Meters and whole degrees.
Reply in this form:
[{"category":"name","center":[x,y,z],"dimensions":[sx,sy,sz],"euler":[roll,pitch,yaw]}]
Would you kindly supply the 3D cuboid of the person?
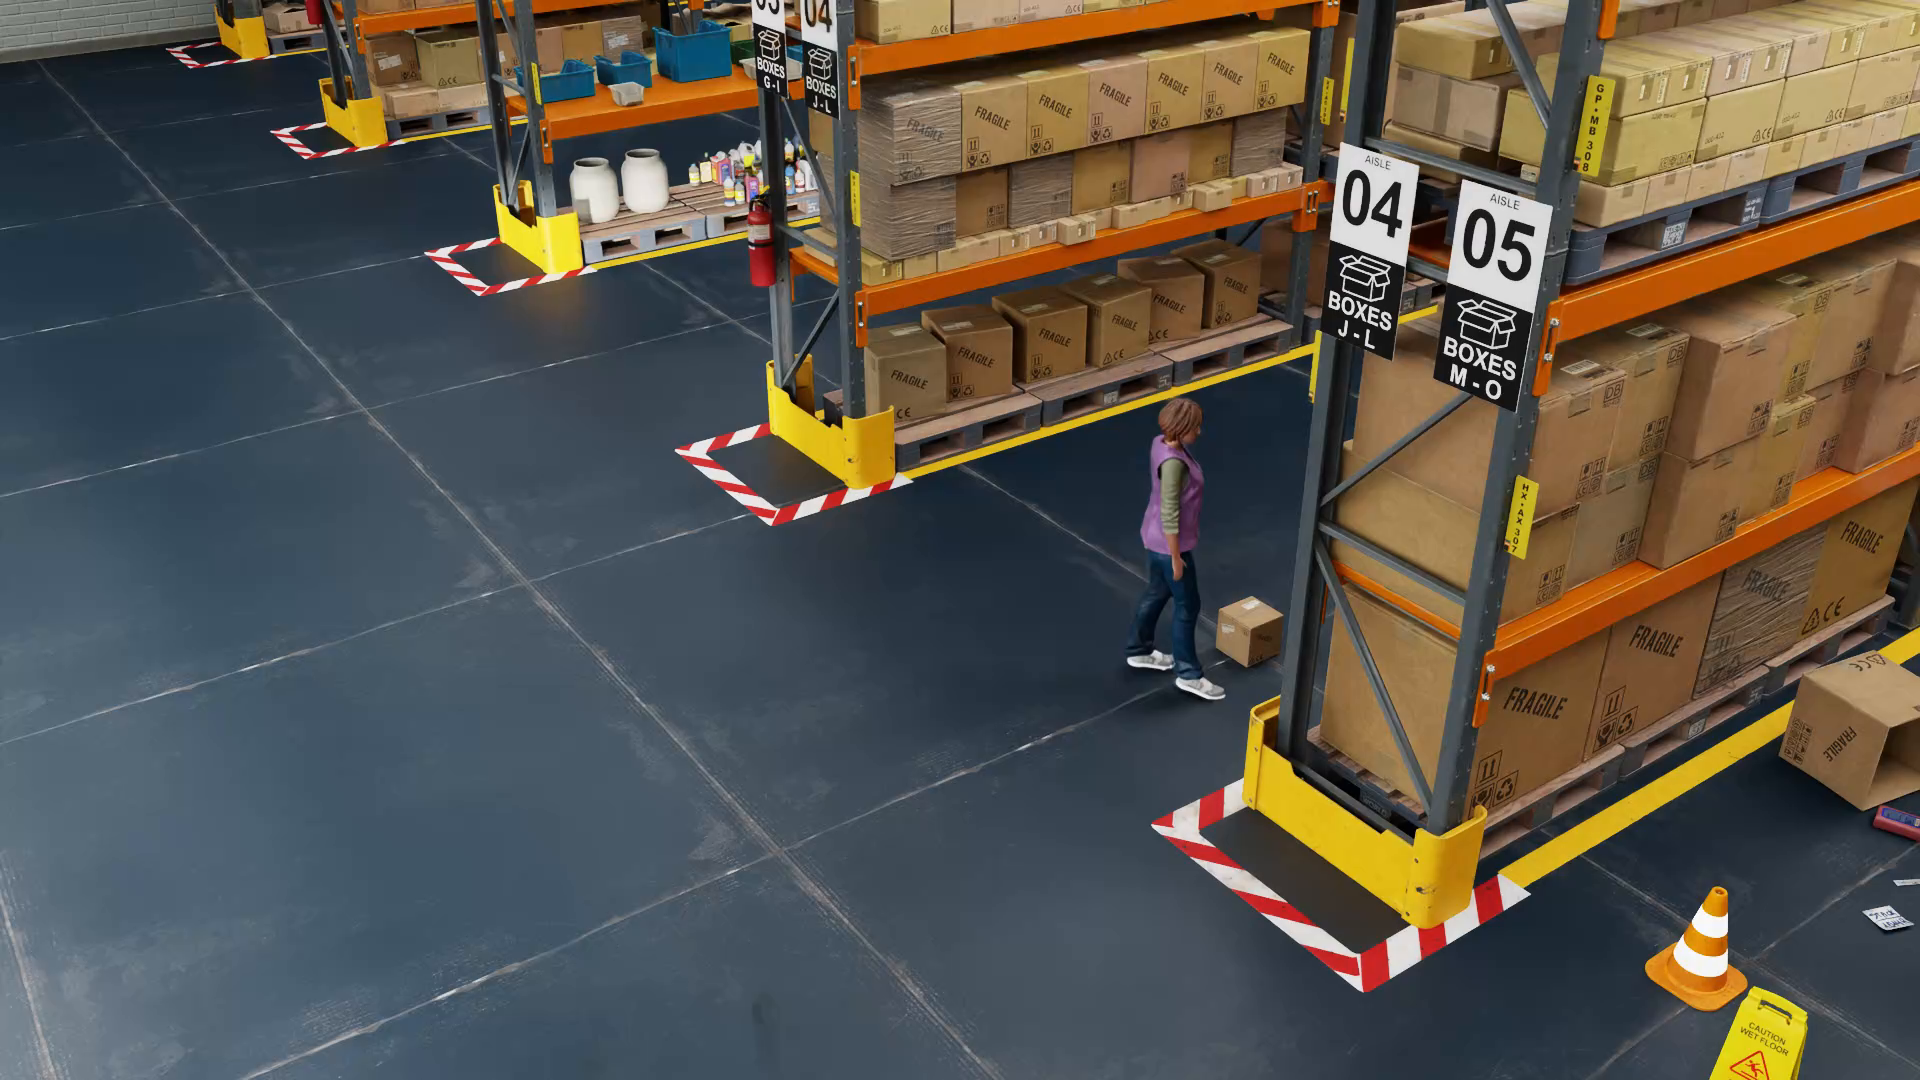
[{"category":"person","center":[1.142,0.032,8.567],"dimensions":[0.518,1.606,0.473],"euler":[0,29,0]}]
